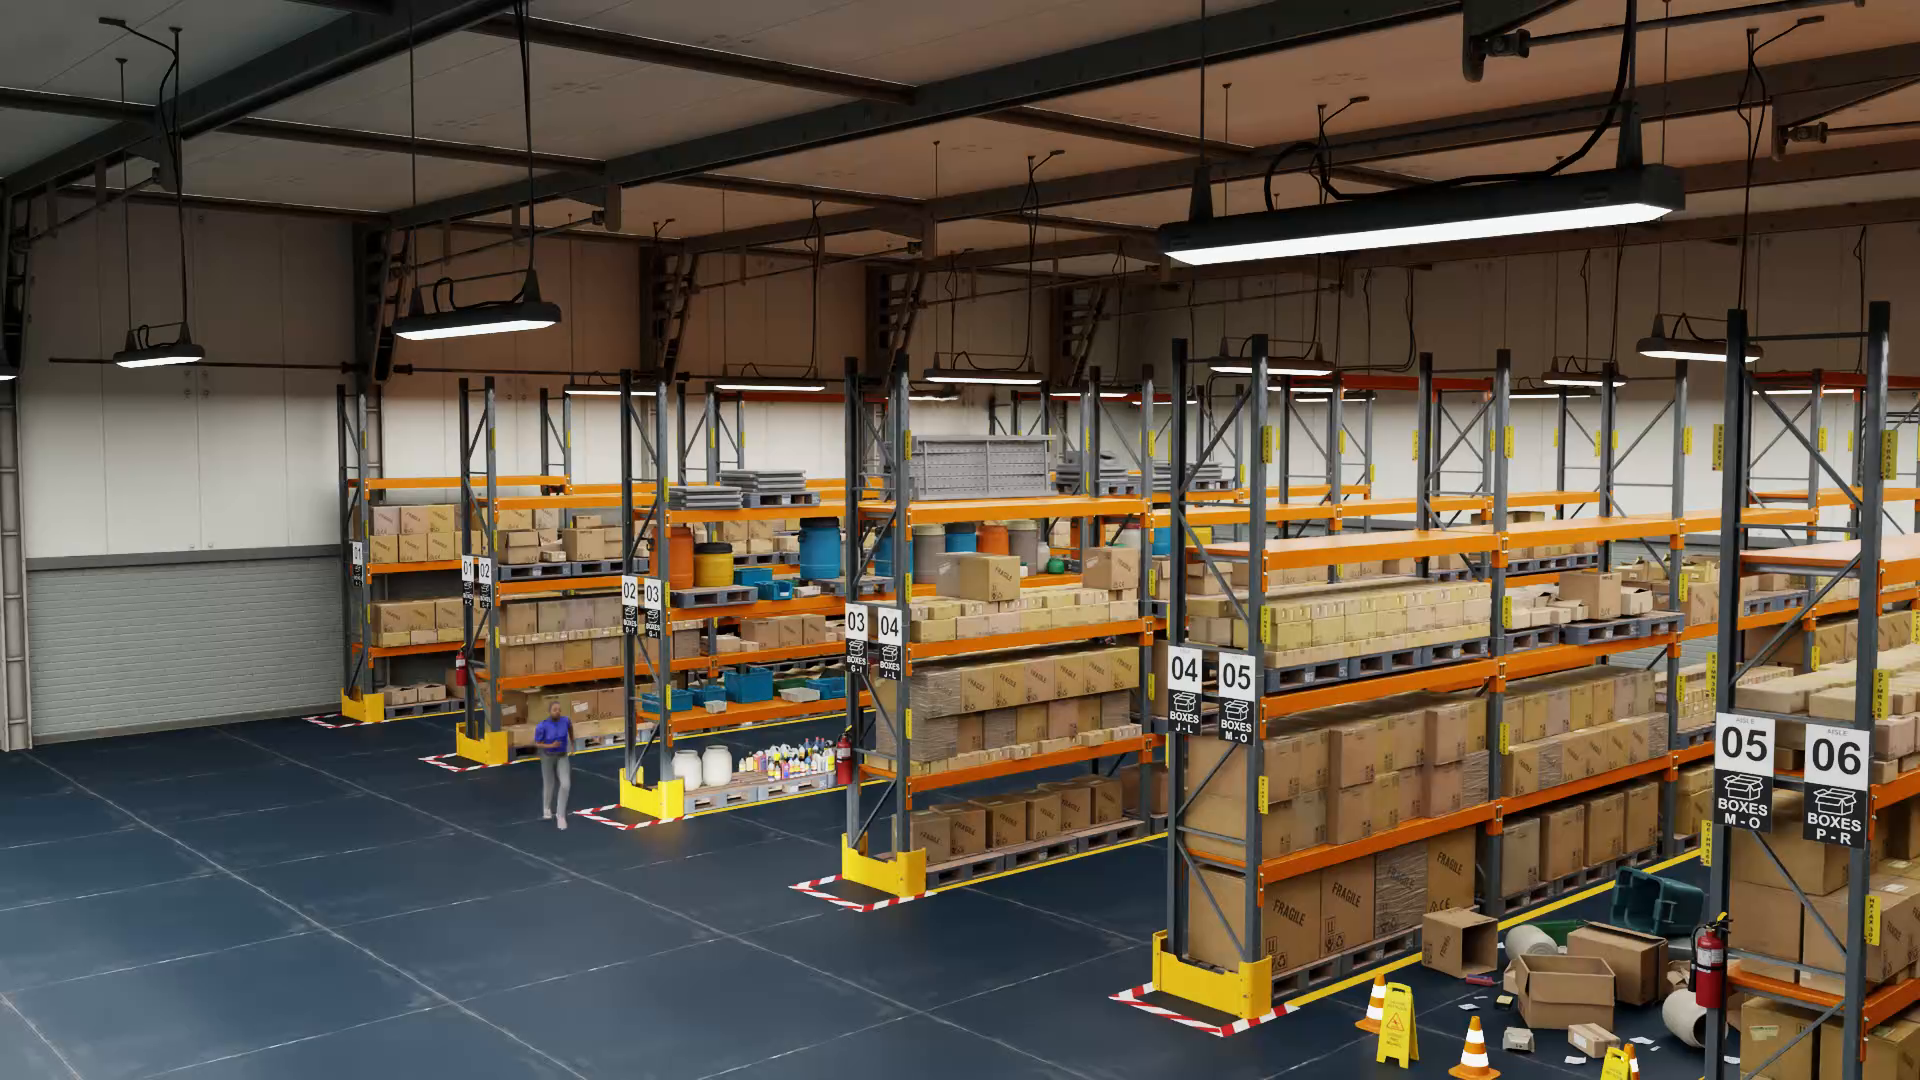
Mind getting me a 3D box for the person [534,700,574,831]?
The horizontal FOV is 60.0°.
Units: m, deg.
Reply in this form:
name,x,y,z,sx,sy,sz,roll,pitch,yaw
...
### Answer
name,x,y,z,sx,sy,sz,roll,pitch,yaw
person,-5.310,2.922,21.764,0.599,1.690,0.839,-2,4,-31
